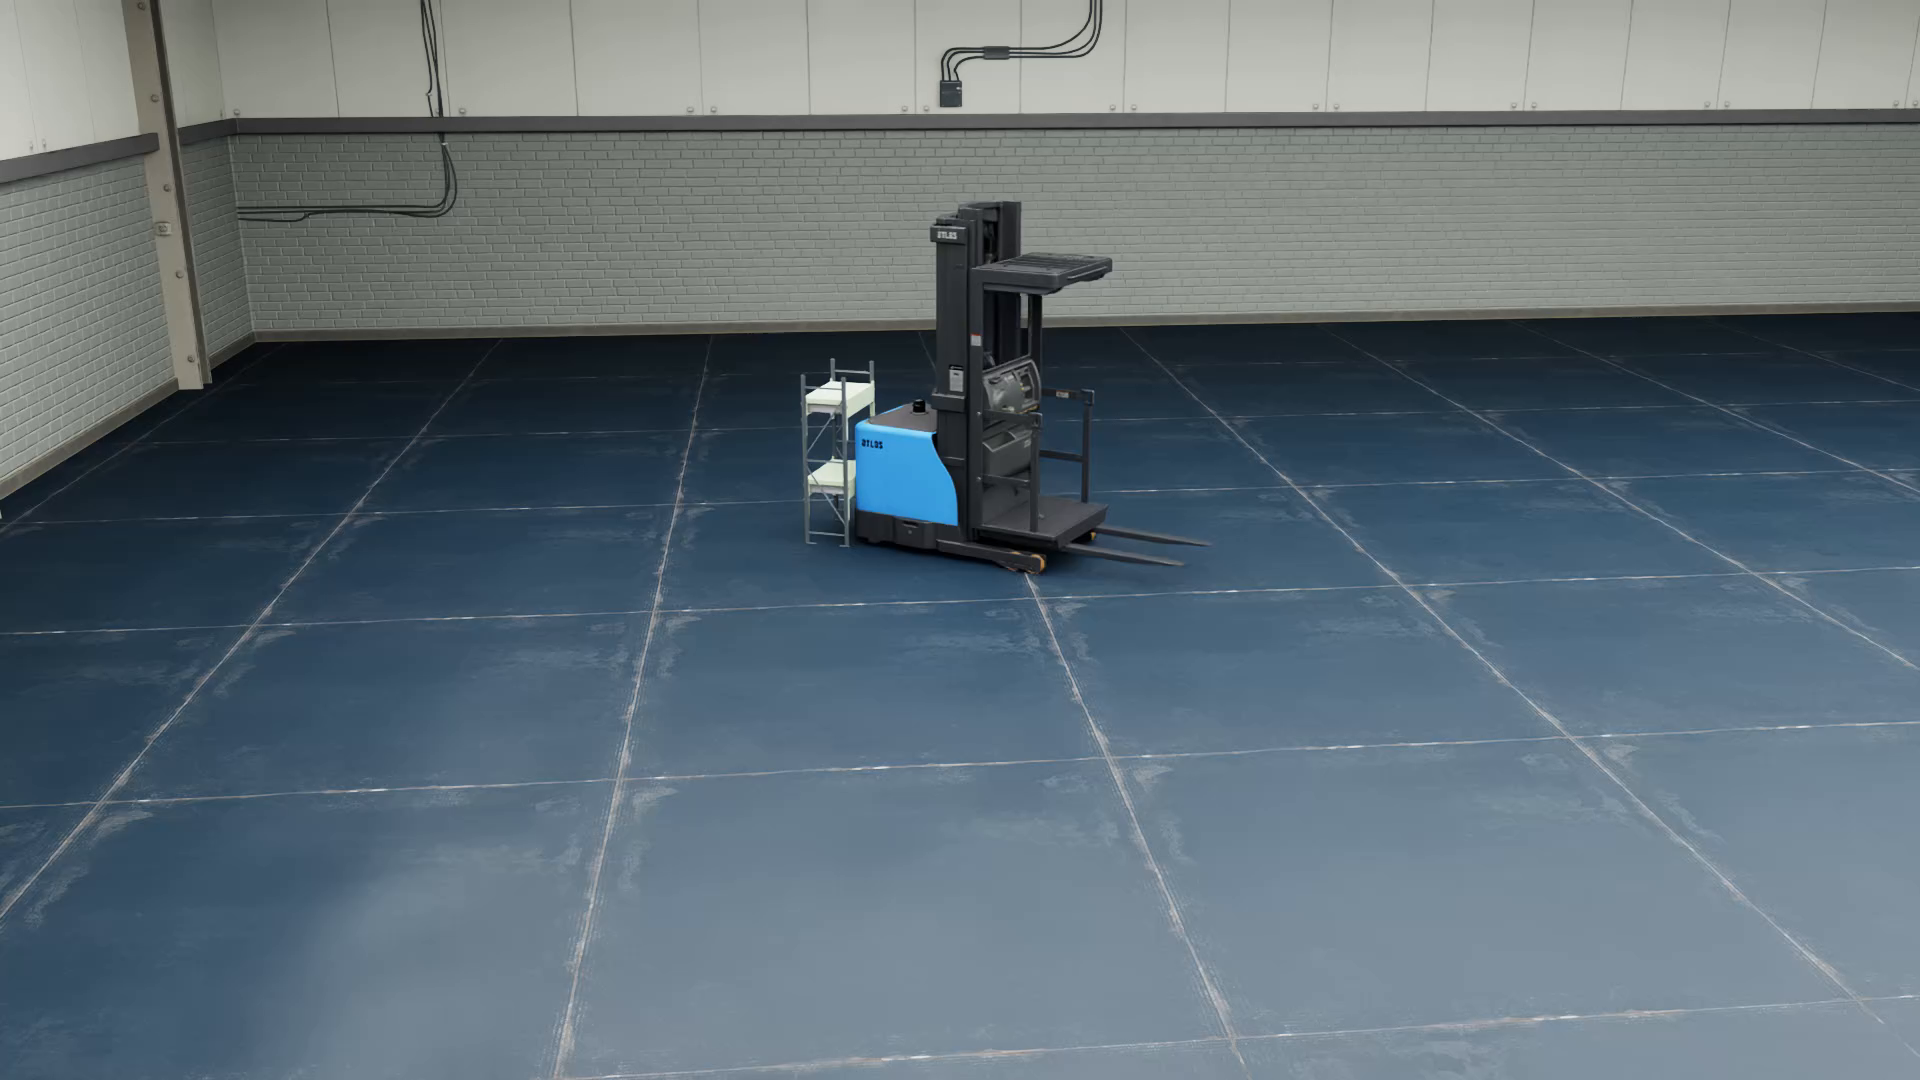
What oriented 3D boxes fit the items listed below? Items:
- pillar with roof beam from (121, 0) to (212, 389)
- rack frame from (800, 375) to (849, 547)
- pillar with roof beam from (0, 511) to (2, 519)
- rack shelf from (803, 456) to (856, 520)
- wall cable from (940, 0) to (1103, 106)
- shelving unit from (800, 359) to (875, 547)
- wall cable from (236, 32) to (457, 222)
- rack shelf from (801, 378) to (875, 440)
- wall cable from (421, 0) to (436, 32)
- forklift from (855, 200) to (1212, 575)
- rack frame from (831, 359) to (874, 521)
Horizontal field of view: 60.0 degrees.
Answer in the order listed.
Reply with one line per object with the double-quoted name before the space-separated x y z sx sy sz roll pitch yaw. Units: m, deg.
"pillar with roof beam" -5.306 -6.357 19.902 9.100 9.000 0.400 -2 18 -6
"rack frame" -1.161 -0.671 14.310 0.400 1.500 0.023 5 18 15
"pillar with roof beam" -4.687 -4.569 14.208 9.100 9.000 0.400 -2 18 -6
"rack shelf" -1.059 -0.465 14.743 0.431 0.370 0.720 5 18 15
"wall cable" 0.868 -9.054 22.814 2.305 6.003 0.169 -2 18 -6
"shelving unit" -1.059 -0.776 14.645 0.431 1.500 0.755 5 18 15
"wall cable" -8.576 -5.661 22.870 3.097 2.526 0.112 -2 18 -6
"rack shelf" -1.059 -1.148 14.528 0.431 0.370 0.720 5 18 15
"wall cable" -5.885 -8.154 22.379 3.097 2.526 0.112 -2 18 -6
"forklift" 0.618 -1.291 13.895 3.031 2.935 1.130 10 20 28
"rack frame" -0.957 -0.881 14.981 0.400 1.500 0.023 5 18 15
